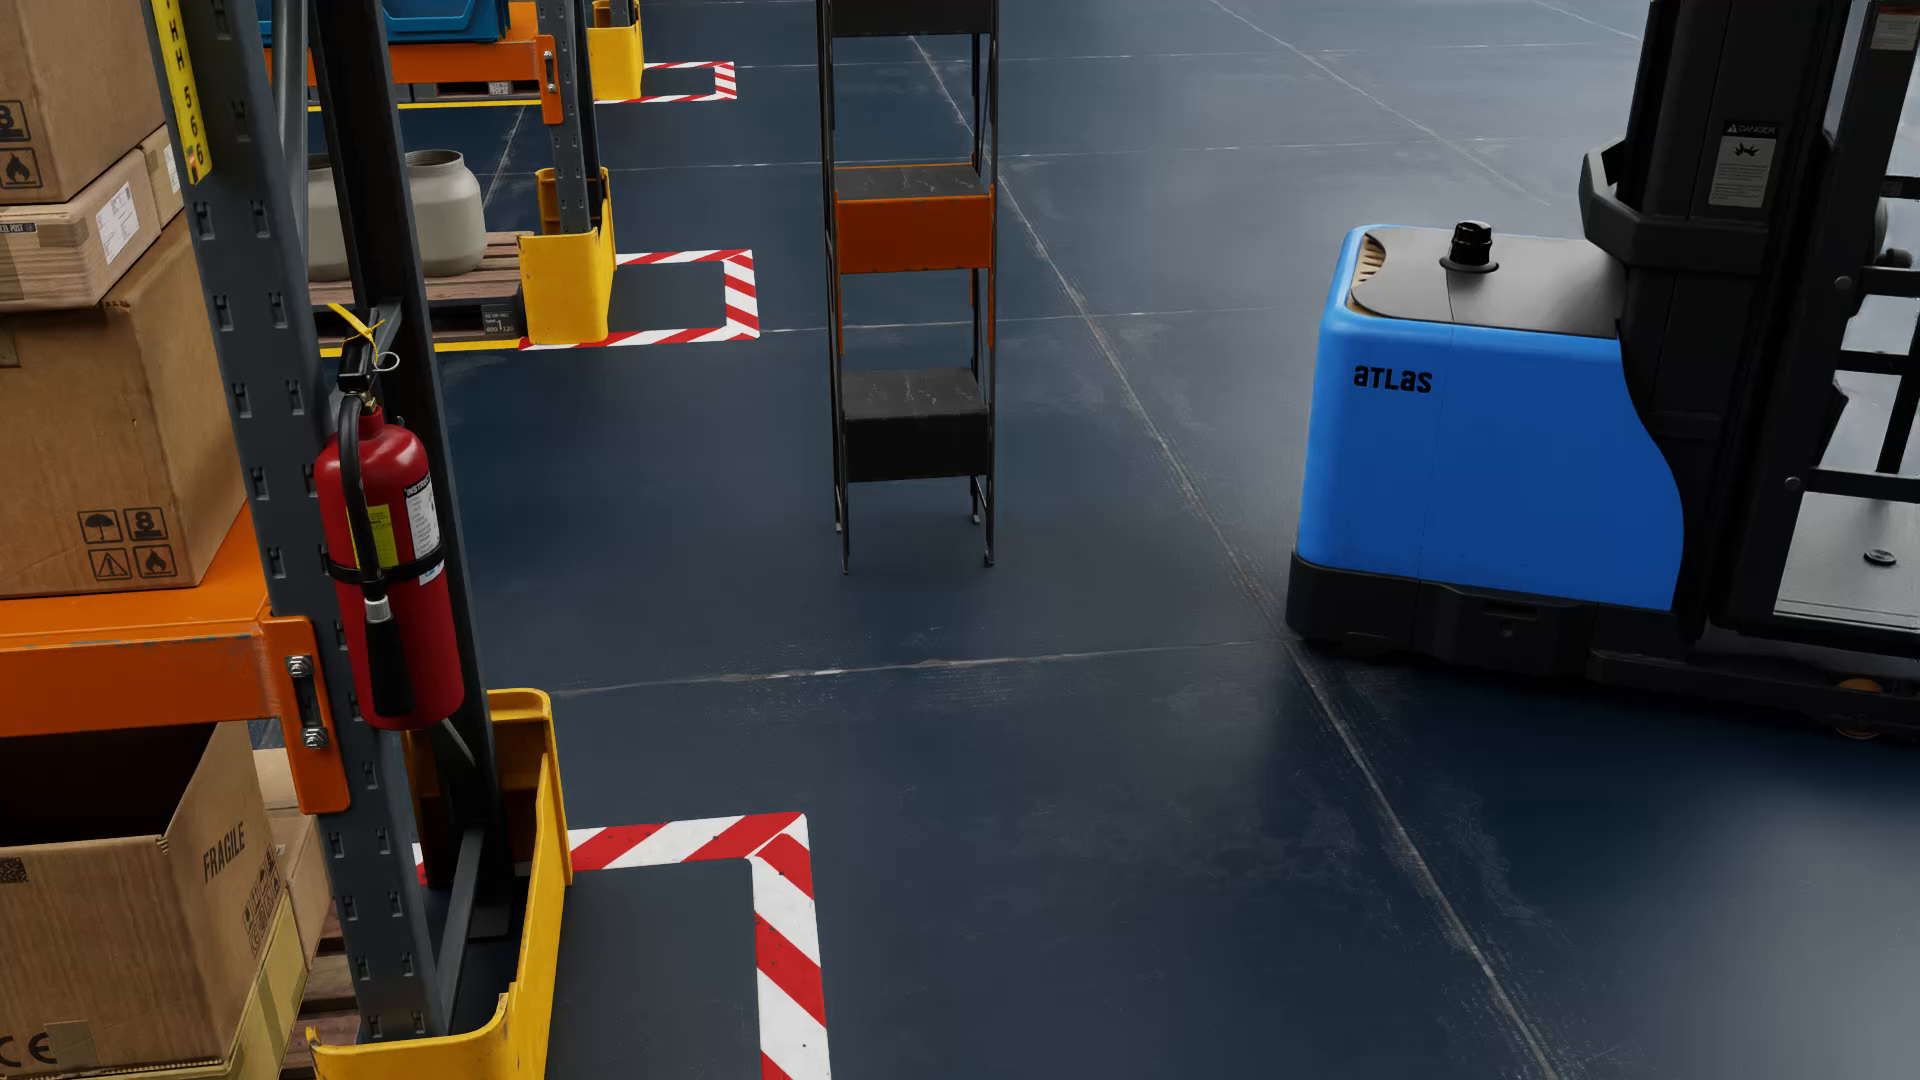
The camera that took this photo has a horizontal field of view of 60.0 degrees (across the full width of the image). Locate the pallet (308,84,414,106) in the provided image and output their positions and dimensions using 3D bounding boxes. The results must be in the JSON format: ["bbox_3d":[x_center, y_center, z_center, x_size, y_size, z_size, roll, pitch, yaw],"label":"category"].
[{"bbox_3d":[-4.555,-3.385,12.116,1.213,0.211,1.003,-4,27,-7],"label":"pallet"}]

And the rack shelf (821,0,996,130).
[{"bbox_3d":[-0.164,-1.534,4.937,0.480,0.518,0.431,-4,27,-7],"label":"rack shelf"}]

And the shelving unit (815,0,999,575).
[{"bbox_3d":[-0.164,-0.924,5.250,0.503,2.100,0.431,-4,27,-7],"label":"shelving unit"}]

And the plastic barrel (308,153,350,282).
[{"bbox_3d":[-2.912,-1.475,7.604,0.421,0.512,0.421,0,27,0],"label":"plastic barrel"}]

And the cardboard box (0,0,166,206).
[{"bbox_3d":[-1.605,-0.858,2.606,0.500,0.500,0.700,-4,27,-7],"label":"cardboard box"}]

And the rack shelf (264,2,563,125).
[{"bbox_3d":[-3.755,-2.056,7.259,4.000,0.370,1.077,-4,27,-7],"label":"rack shelf"}]

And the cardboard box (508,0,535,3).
[{"bbox_3d":[-3.086,-3.785,12.118,0.500,0.500,0.500,1,27,2],"label":"cardboard box"}]

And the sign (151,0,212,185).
[{"bbox_3d":[-1.027,-0.638,2.180,0.005,0.325,0.100,-4,27,-7],"label":"sign"}]

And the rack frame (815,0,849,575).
[{"bbox_3d":[-0.406,-0.908,5.220,0.015,2.100,0.400,-4,27,-7],"label":"rack frame"}]

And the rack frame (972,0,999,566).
[{"bbox_3d":[0.078,-0.939,5.280,0.015,2.100,0.400,-4,27,-7],"label":"rack frame"}]

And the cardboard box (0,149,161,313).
[{"bbox_3d":[-1.440,-0.486,2.592,0.250,0.149,0.380,-4,27,-8],"label":"cardboard box"}]

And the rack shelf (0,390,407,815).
[{"bbox_3d":[-3.069,0.184,2.894,4.000,0.370,1.077,-4,27,-7],"label":"rack shelf"}]

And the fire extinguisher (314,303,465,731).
[{"bbox_3d":[-0.907,-0.027,2.601,0.183,0.674,0.296,-4,27,-7],"label":"fire extinguisher"}]

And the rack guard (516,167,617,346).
[{"bbox_3d":[-1.843,-1.365,7.862,0.348,0.500,1.175,-4,27,-7],"label":"rack guard"}]

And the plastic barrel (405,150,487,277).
[{"bbox_3d":[-2.416,-1.507,7.666,0.421,0.512,0.421,0,27,0],"label":"plastic barrel"}]

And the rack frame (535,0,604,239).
[{"bbox_3d":[-1.775,-2.503,7.342,0.127,3.000,1.000,-4,27,-7],"label":"rack frame"}]

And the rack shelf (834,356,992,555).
[{"bbox_3d":[-0.164,-0.289,5.576,0.480,0.518,0.431,-4,27,-7],"label":"rack shelf"}]

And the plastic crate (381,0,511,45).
[{"bbox_3d":[-2.229,-2.270,7.051,0.616,0.251,0.499,-4,27,-7],"label":"plastic crate"}]

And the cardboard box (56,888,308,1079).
[{"bbox_3d":[-1.578,0.941,3.183,0.500,0.250,0.500,-4,27,-7],"label":"cardboard box"}]

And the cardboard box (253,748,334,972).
[{"bbox_3d":[-1.650,0.707,3.639,0.500,0.250,0.500,-4,27,-7],"label":"cardboard box"}]

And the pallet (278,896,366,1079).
[{"bbox_3d":[-1.840,1.045,3.483,1.213,0.211,1.003,-4,27,-7],"label":"pallet"}]

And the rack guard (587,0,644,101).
[{"bbox_3d":[-2.540,-3.625,12.267,0.348,0.500,1.175,-4,27,-7],"label":"rack guard"}]

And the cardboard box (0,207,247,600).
[{"bbox_3d":[-1.552,-0.284,2.908,0.500,0.500,0.700,-4,27,-7],"label":"cardboard box"}]

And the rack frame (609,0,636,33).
[{"bbox_3d":[-2.465,-4.742,11.706,0.127,3.000,1.000,-4,27,-7],"label":"rack frame"}]

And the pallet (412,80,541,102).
[{"bbox_3d":[-3.349,-3.461,12.264,1.213,0.211,1.003,-4,27,-7],"label":"pallet"}]

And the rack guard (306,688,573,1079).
[{"bbox_3d":[-1.065,0.847,3.552,0.348,0.500,1.175,-4,27,-7],"label":"rack guard"}]

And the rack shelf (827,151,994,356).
[{"bbox_3d":[-0.164,-0.912,5.256,0.480,0.518,0.431,-4,27,-7],"label":"rack shelf"}]

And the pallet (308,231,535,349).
[{"bbox_3d":[-2.649,-1.187,7.832,1.213,0.211,1.003,-4,27,-7],"label":"pallet"}]

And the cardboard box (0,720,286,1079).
[{"bbox_3d":[-1.578,0.608,3.010,0.500,0.500,0.500,-4,27,-7],"label":"cardboard box"}]

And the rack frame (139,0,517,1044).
[{"bbox_3d":[-1.088,-0.264,2.978,0.127,3.000,1.000,-4,27,-7],"label":"rack frame"}]

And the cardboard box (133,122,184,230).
[{"bbox_3d":[-1.507,-0.669,2.948,0.250,0.149,0.380,-4,27,-7],"label":"cardboard box"}]

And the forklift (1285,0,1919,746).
[{"bbox_3d":[2.575,-0.992,4.473,3.031,2.935,1.130,8,28,14],"label":"forklift"}]

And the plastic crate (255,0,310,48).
[{"bbox_3d":[-2.873,-2.231,6.975,0.408,0.251,0.499,-4,27,-7],"label":"plastic crate"}]
